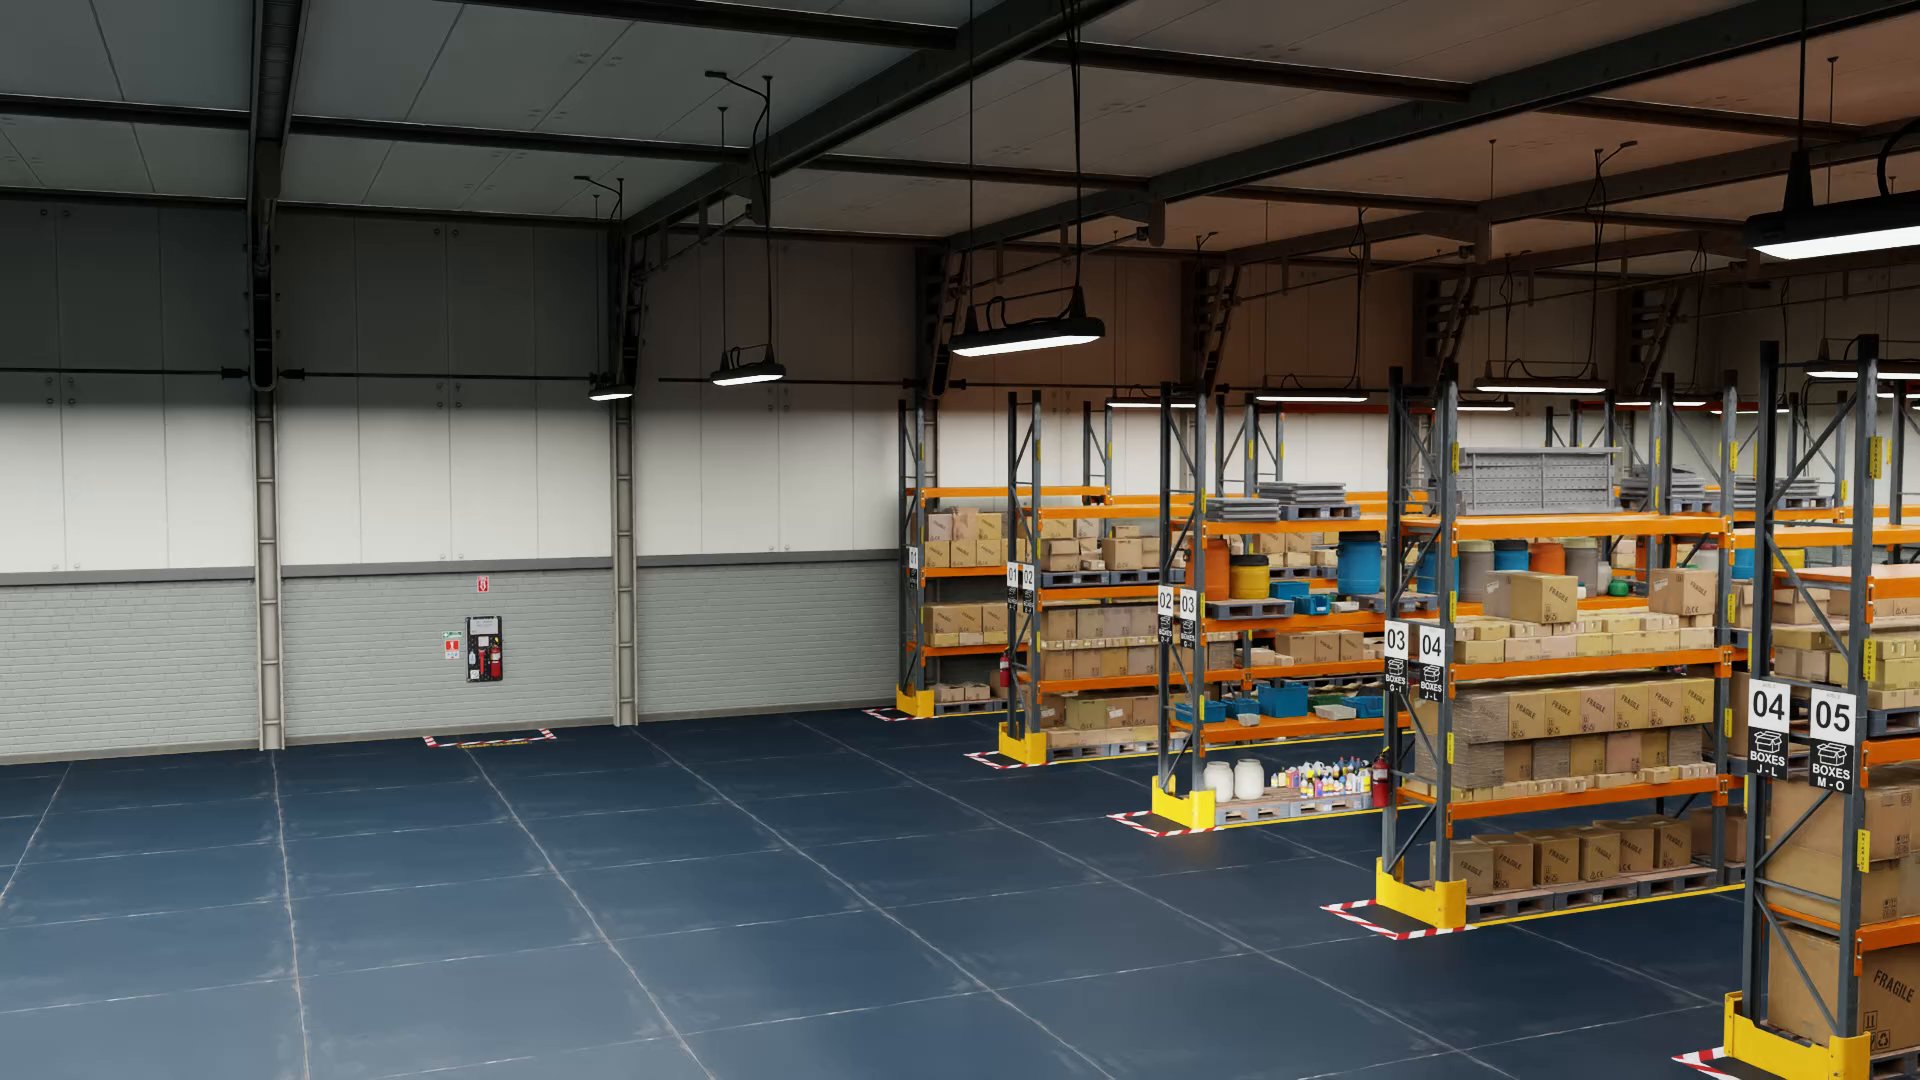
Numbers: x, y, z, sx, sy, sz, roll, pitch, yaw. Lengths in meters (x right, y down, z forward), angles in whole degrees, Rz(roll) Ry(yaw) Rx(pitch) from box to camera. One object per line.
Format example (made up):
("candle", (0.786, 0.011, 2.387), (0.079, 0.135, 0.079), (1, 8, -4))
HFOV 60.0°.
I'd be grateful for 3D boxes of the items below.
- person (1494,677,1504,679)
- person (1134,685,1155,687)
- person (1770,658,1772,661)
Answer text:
("person", (9.403, 2.608, 29.114), (0.971, 1.672, 0.528), (-2, 4, -26))
("person", (3.289, 2.481, 30.627), (1.114, 1.715, 0.589), (-2, 4, -32))
("person", (13.973, 2.620, 29.083), (0.610, 1.766, 0.413), (3, 4, 41))
